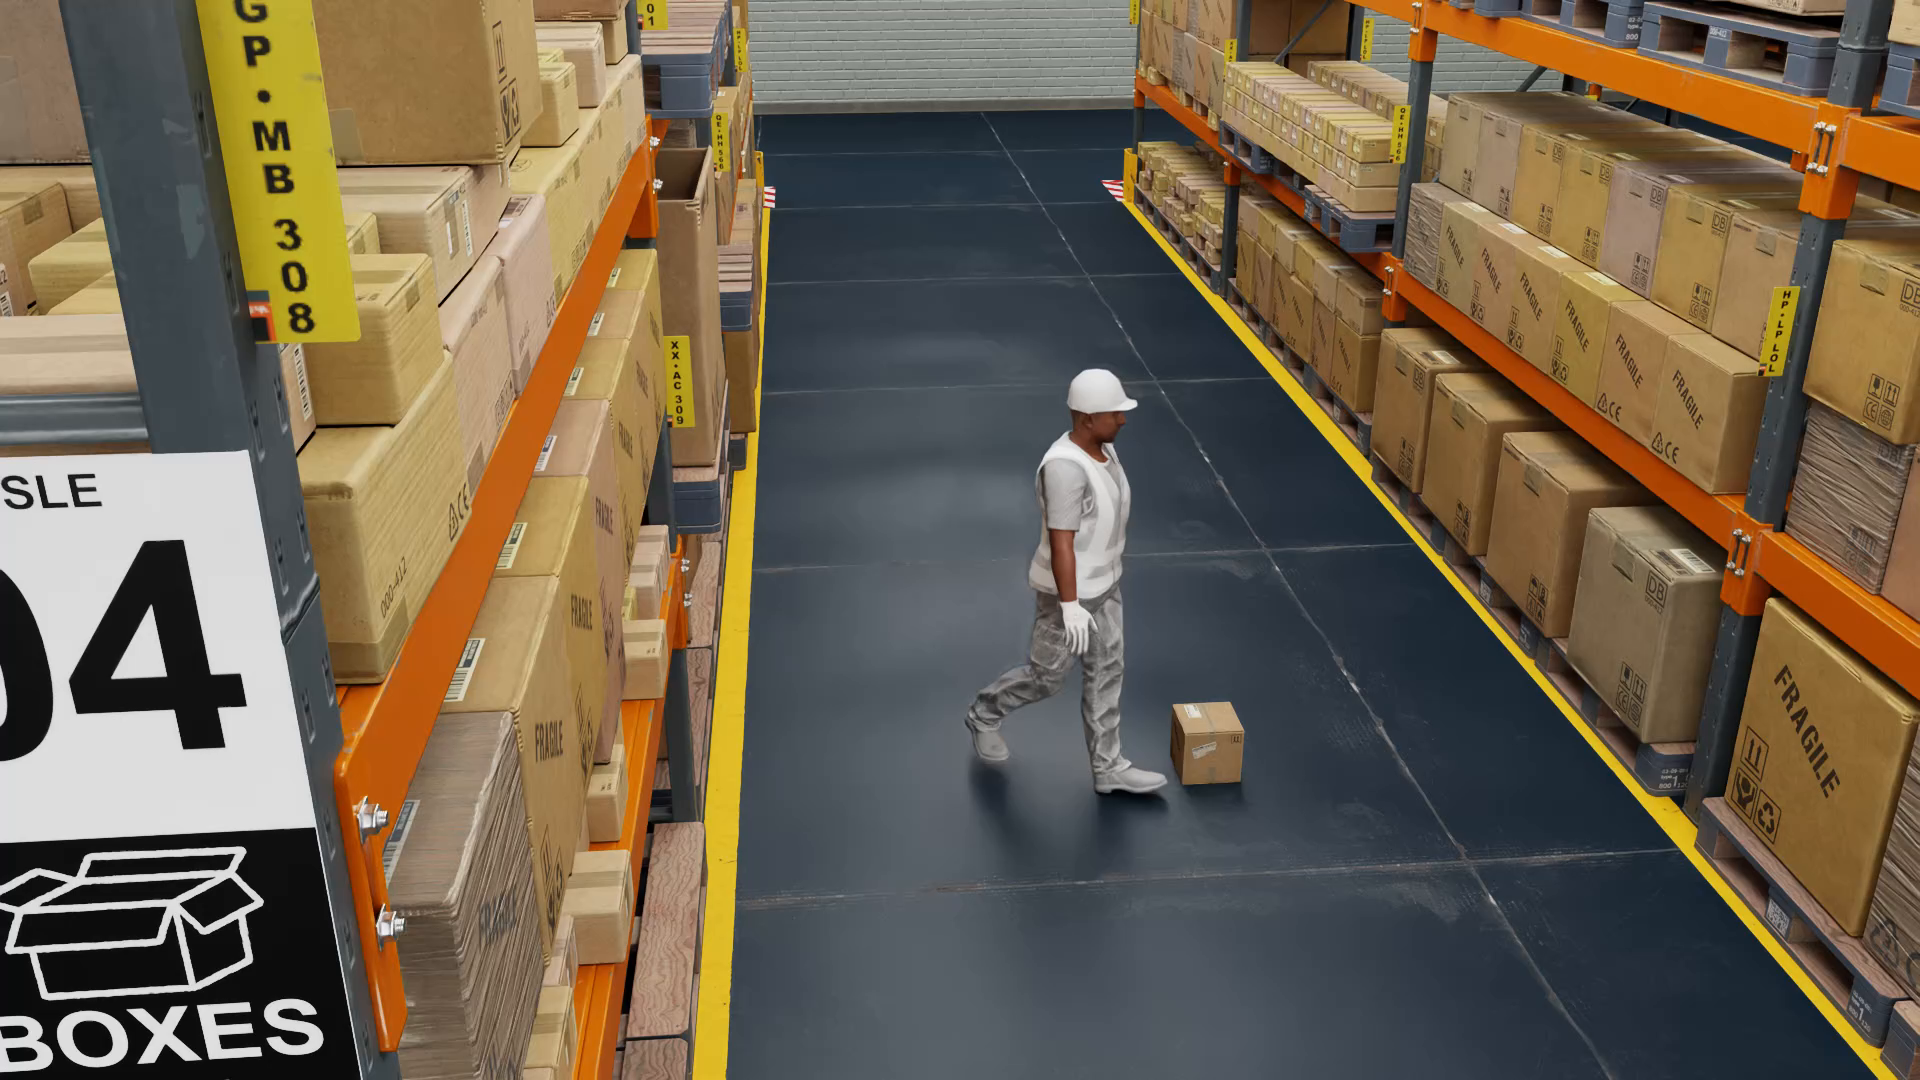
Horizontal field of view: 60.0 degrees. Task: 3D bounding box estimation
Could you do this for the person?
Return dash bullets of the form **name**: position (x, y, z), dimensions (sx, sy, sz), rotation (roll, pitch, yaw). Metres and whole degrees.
- **person**: position (0.431, 0.183, 6.661), dimensions (0.898, 1.770, 0.647), rotation (11, 26, 23)
